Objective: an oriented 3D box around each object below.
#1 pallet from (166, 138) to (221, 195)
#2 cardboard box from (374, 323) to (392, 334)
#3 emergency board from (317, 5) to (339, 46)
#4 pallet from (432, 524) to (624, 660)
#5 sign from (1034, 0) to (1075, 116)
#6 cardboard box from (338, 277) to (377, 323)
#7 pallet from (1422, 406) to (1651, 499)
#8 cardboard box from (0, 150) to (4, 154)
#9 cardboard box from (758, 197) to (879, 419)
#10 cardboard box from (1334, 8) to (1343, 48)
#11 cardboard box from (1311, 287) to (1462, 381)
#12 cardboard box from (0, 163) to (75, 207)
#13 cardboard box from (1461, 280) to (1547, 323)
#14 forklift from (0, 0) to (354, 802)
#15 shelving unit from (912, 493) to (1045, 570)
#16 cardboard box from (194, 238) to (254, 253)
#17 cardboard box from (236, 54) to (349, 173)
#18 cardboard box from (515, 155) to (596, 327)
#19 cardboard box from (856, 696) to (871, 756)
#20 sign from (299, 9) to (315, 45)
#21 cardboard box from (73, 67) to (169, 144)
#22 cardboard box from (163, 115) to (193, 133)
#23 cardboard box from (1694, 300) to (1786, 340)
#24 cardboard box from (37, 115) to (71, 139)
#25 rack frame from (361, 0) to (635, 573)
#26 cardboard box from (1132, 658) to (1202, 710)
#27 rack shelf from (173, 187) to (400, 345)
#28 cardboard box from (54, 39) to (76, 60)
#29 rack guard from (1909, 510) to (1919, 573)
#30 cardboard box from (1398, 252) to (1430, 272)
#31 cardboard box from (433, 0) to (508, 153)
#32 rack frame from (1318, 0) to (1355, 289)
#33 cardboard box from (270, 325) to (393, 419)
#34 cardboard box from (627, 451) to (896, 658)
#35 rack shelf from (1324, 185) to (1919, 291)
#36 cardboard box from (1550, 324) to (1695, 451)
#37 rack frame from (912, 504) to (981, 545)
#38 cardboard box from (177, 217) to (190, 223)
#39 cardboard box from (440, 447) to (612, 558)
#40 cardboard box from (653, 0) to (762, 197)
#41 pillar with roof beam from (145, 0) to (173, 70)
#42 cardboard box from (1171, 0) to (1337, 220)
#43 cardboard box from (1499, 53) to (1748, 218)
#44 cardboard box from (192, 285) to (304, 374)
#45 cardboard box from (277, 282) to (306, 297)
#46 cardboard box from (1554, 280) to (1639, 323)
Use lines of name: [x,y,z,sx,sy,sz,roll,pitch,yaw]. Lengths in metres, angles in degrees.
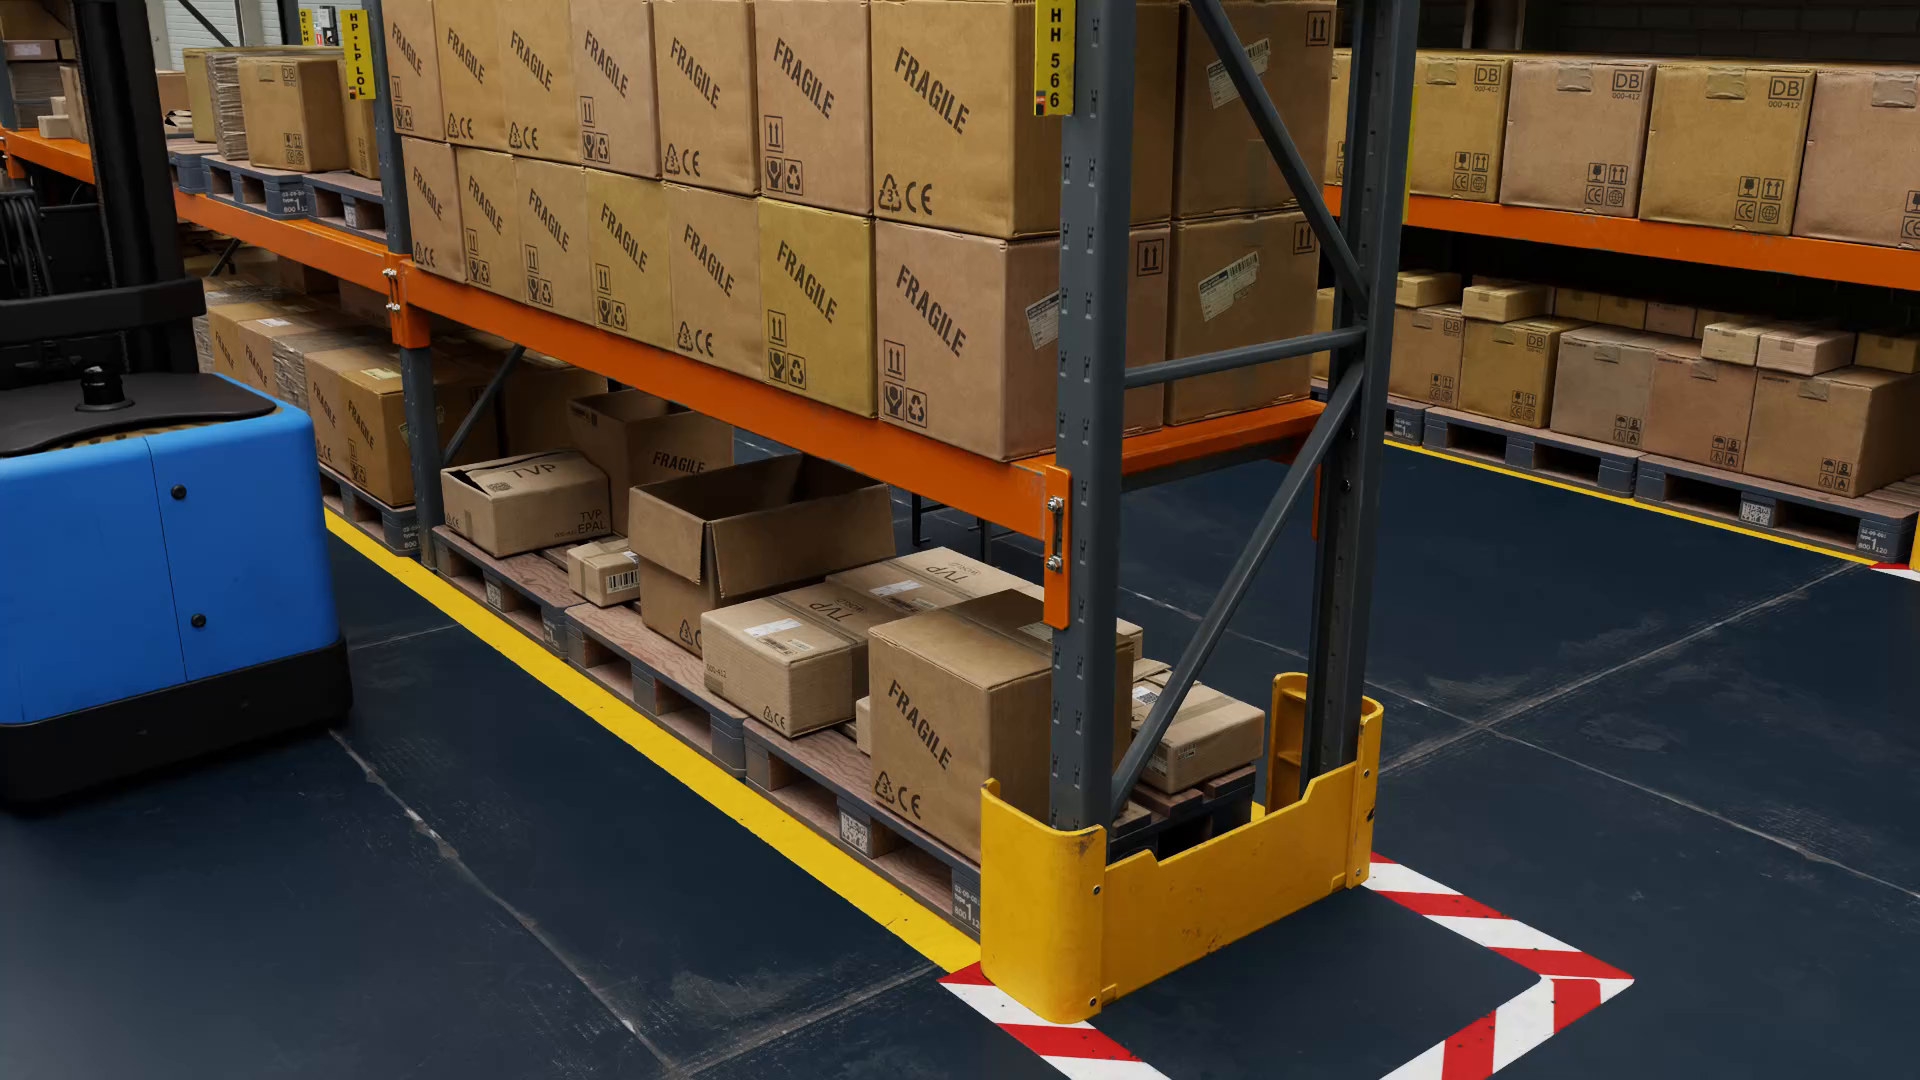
pallet: [-3.855,-2.139,9.355,1.213,0.211,1.003,-14,23,-36]
cardboard box: [-2.601,-0.840,8.405,0.500,0.500,0.500,-14,23,-35]
emergency board: [-9.535,-7.413,24.979,0.194,1.169,0.643,-14,23,-36]
pallet: [-1.422,0.096,6.738,1.003,0.211,1.213,-14,23,-36]
sign: [0.188,-1.008,3.291,0.100,0.325,0.005,-14,23,-36]
cardboard box: [-2.890,-1.312,8.638,0.500,0.250,0.500,-15,23,-37]
pallet: [3.206,-0.538,8.652,1.003,0.211,1.213,-14,23,-36]
cardboard box: [-8.507,-3.185,14.724,0.500,0.500,0.500,-14,23,-36]
cardboard box: [-0.180,-0.644,4.376,0.500,0.500,0.500,-14,23,-36]
cardboard box: [1.952,-3.084,10.046,0.500,0.250,0.500,-13,22,-34]
cardboard box: [2.417,-1.174,9.444,0.700,0.500,0.500,-14,23,-35]
cardboard box: [-7.575,-2.816,13.608,0.500,0.500,0.500,-14,23,-36]
cardboard box: [2.811,-1.233,8.591,0.380,0.149,0.250,-15,23,-38]
forklift: [-3.364,-1.011,5.752,1.130,2.935,3.031,-16,24,-40]
shelving unit: [0.103,-0.956,6.909,0.431,2.100,0.503,-14,23,-36]
cardboard box: [-4.759,-1.858,11.015,0.500,0.311,0.500,-15,23,-37]
cardboard box: [-2.993,-2.068,8.008,0.500,0.500,0.700,13,23,35]
cardboard box: [-1.115,-1.017,5.503,0.500,0.500,0.500,-14,23,-36]
cardboard box: [-0.076,0.521,4.825,0.380,0.166,0.250,-14,23,-36]
sign: [-3.912,-3.004,9.945,0.100,0.325,0.005,-14,23,-36]
cardboard box: [-5.713,-2.971,11.403,0.500,0.500,0.500,-14,23,-36]
cardboard box: [-4.523,-2.439,10.098,0.500,0.311,0.500,-12,22,-33]
cardboard box: [3.768,-1.048,8.032,0.380,0.149,0.250,-14,23,-36]
cardboard box: [-6.425,-2.991,12.024,0.380,0.149,0.250,-14,23,-36]
rack frame: [-1.848,-1.398,6.811,1.000,3.000,0.127,-14,23,-36]
cardboard box: [0.490,0.492,4.911,0.380,0.166,0.250,-14,23,-36]
rack shelf: [-3.089,-1.549,8.413,1.077,0.370,4.000,-14,23,-36]
cardboard box: [-6.830,-3.828,12.961,0.380,0.149,0.250,-14,23,-36]
rack guard: [4.532,-0.187,7.132,1.175,0.500,0.348,-14,23,-36]
cardboard box: [2.483,-1.556,9.567,0.380,0.149,0.250,-14,23,-36]
cardboard box: [-1.455,-1.622,5.738,0.500,0.500,0.500,-15,23,-38]
rack frame: [2.033,-2.365,9.734,1.000,3.000,0.127,-14,23,-36]
cardboard box: [-2.990,-0.733,8.080,0.500,0.500,0.500,-14,23,-35]
cardboard box: [-0.677,0.041,5.739,0.797,0.503,0.637,-14,23,-36]
rack shelf: [3.275,-1.531,8.359,1.077,0.370,4.000,-14,23,-36]
cardboard box: [3.380,-0.792,8.292,0.700,0.500,0.500,-15,23,-38]
rack frame: [-0.049,-1.016,7.091,0.400,2.100,0.015,-14,23,-36]
cardboard box: [-5.703,-2.235,12.154,0.500,0.311,0.500,-14,23,-36]
cardboard box: [-1.757,-0.184,6.725,0.500,0.311,0.500,-14,23,-36]
cardboard box: [-0.496,-1.241,4.589,0.500,0.500,0.500,-13,22,-35]
pillar with roof beam: [-18.855,-11.762,28.567,9.100,9.000,0.400,-14,23,-36]
cardboard box: [0.567,-1.095,4.147,0.500,0.500,0.500,-13,22,-34]
cardboard box: [3.266,-2.013,8.191,0.980,0.700,0.700,-15,24,-39]
cardboard box: [-3.943,-1.110,9.218,0.500,0.500,0.500,-15,24,-38]
cardboard box: [-3.566,-1.221,9.554,0.500,0.500,0.500,-13,22,-34]
cardboard box: [3.293,-1.236,8.600,0.380,0.149,0.250,-14,23,-37]
